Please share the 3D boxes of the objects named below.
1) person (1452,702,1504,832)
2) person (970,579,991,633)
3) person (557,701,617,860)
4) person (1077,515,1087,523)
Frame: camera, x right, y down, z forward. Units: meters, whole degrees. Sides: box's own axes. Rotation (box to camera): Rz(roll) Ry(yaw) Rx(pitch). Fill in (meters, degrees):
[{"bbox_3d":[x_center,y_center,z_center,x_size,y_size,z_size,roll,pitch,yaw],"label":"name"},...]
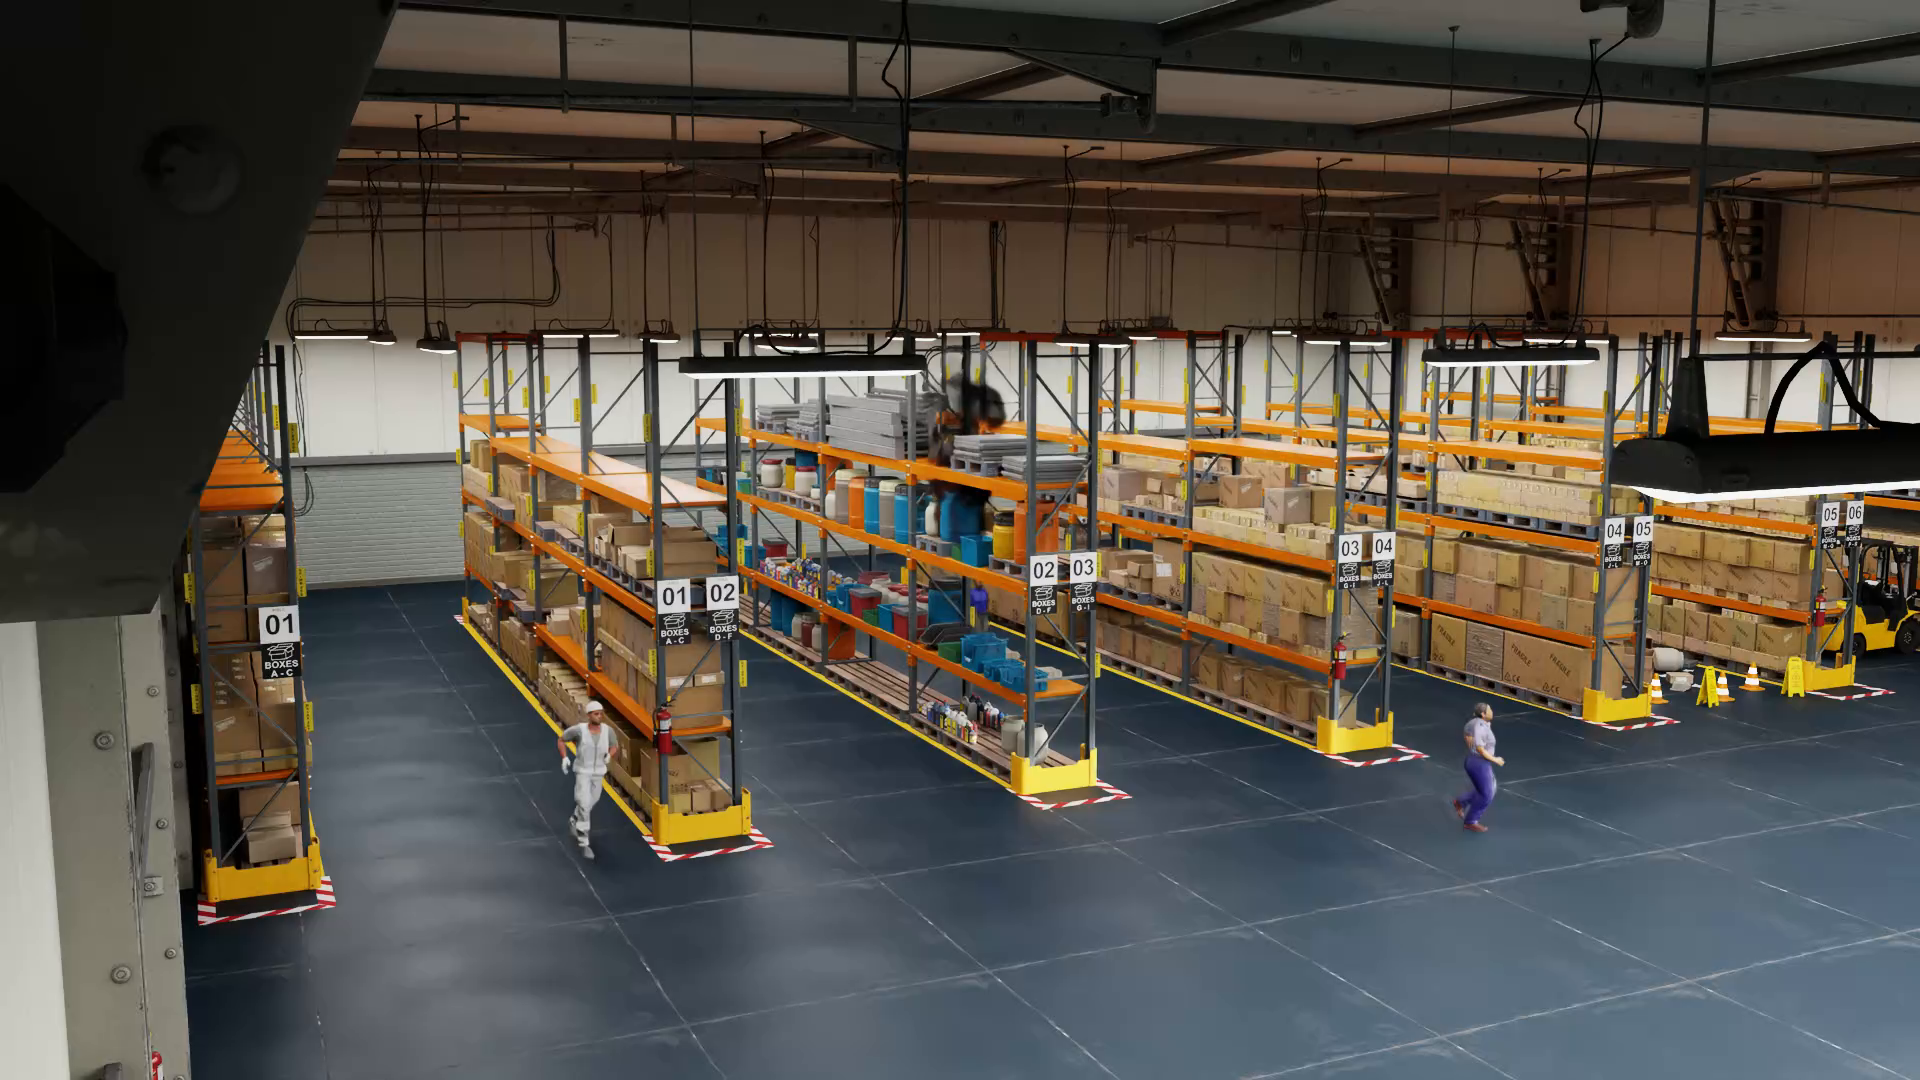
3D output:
[{"bbox_3d":[6.409,2.791,20.554,0.571,1.595,0.640,1,8,9],"label":"person"},{"bbox_3d":[0.337,1.456,30.437,0.575,1.601,0.560,-5,9,-33],"label":"person"},{"bbox_3d":[-4.410,2.799,19.824,0.693,1.796,0.938,-5,9,-34],"label":"person"},{"bbox_3d":[3.035,-0.097,41.582,0.566,1.658,0.636,-4,9,-29],"label":"person"}]
